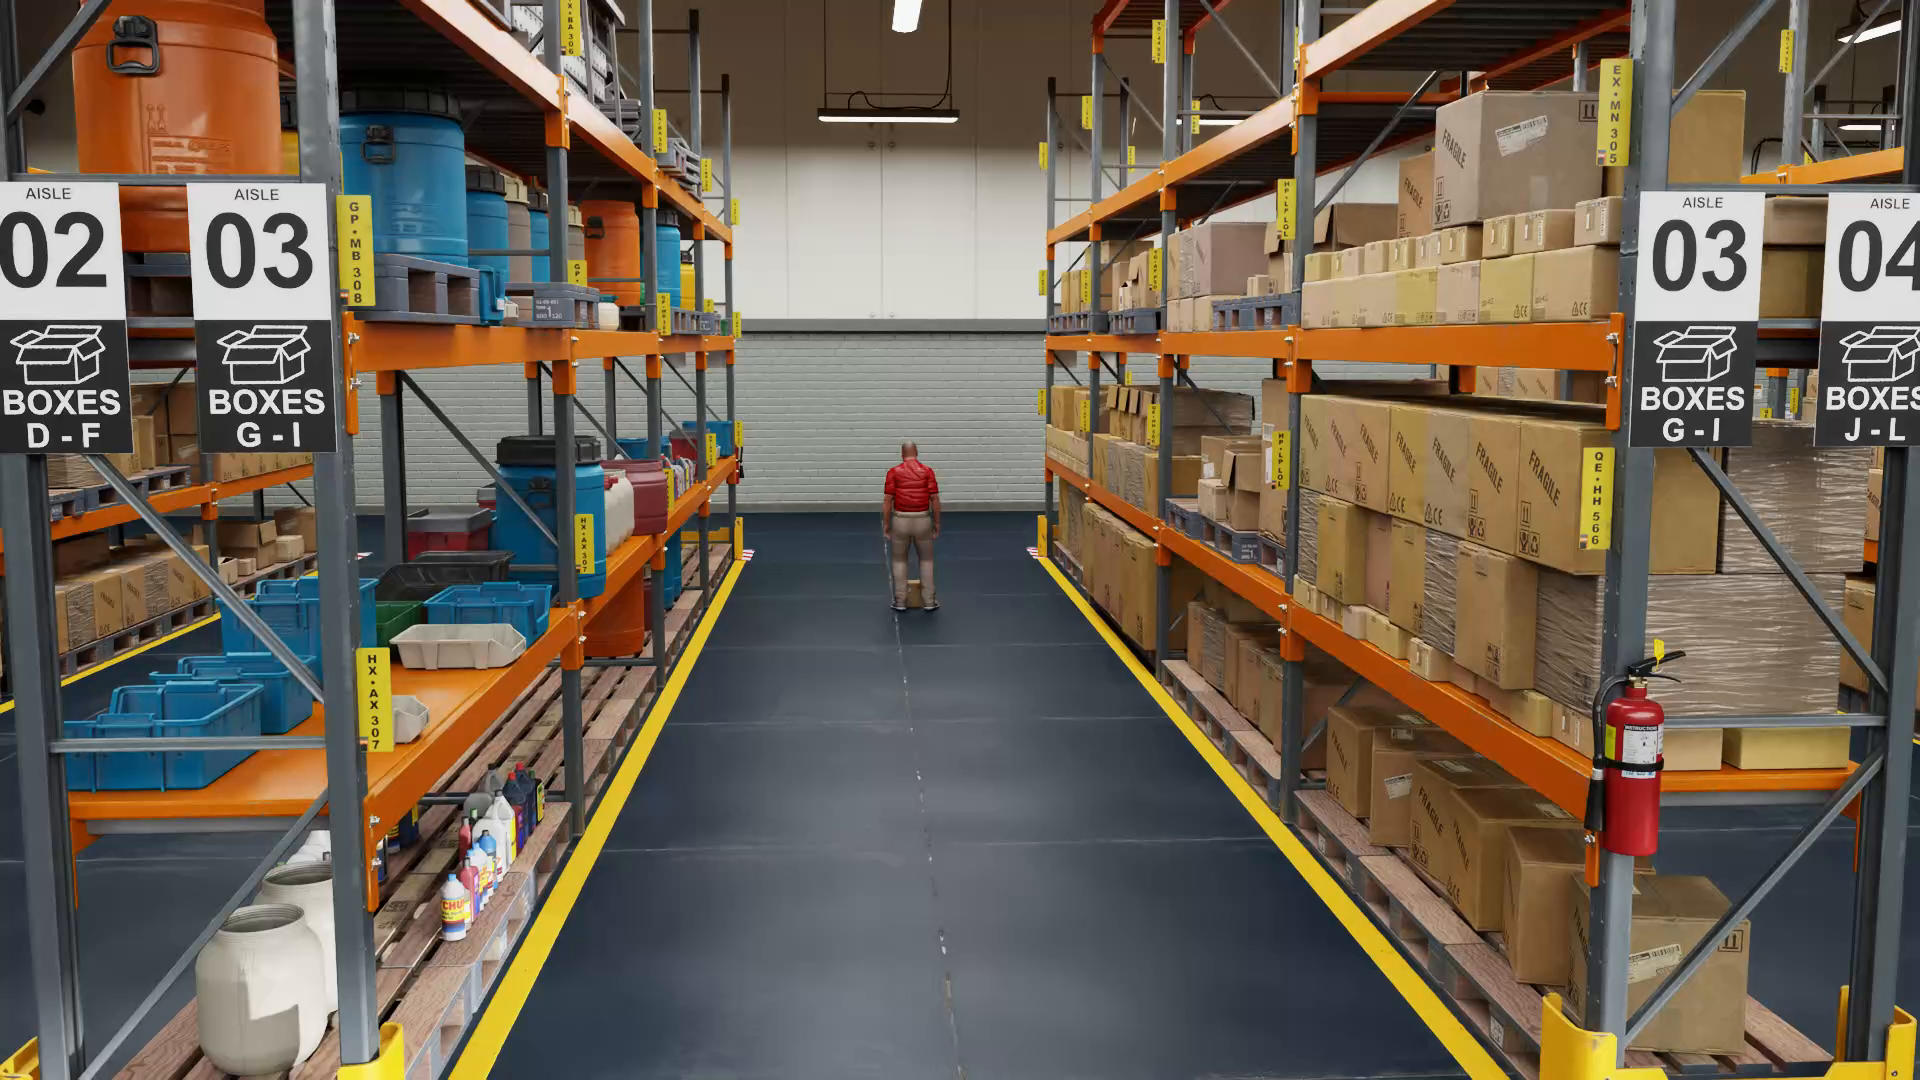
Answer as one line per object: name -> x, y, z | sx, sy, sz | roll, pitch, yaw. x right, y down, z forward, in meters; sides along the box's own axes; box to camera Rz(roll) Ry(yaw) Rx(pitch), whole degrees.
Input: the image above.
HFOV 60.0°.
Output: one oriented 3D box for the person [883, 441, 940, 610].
person -> -0.494, -0.146, 17.021 | 0.587, 1.727, 0.394 | 0, 7, -3
